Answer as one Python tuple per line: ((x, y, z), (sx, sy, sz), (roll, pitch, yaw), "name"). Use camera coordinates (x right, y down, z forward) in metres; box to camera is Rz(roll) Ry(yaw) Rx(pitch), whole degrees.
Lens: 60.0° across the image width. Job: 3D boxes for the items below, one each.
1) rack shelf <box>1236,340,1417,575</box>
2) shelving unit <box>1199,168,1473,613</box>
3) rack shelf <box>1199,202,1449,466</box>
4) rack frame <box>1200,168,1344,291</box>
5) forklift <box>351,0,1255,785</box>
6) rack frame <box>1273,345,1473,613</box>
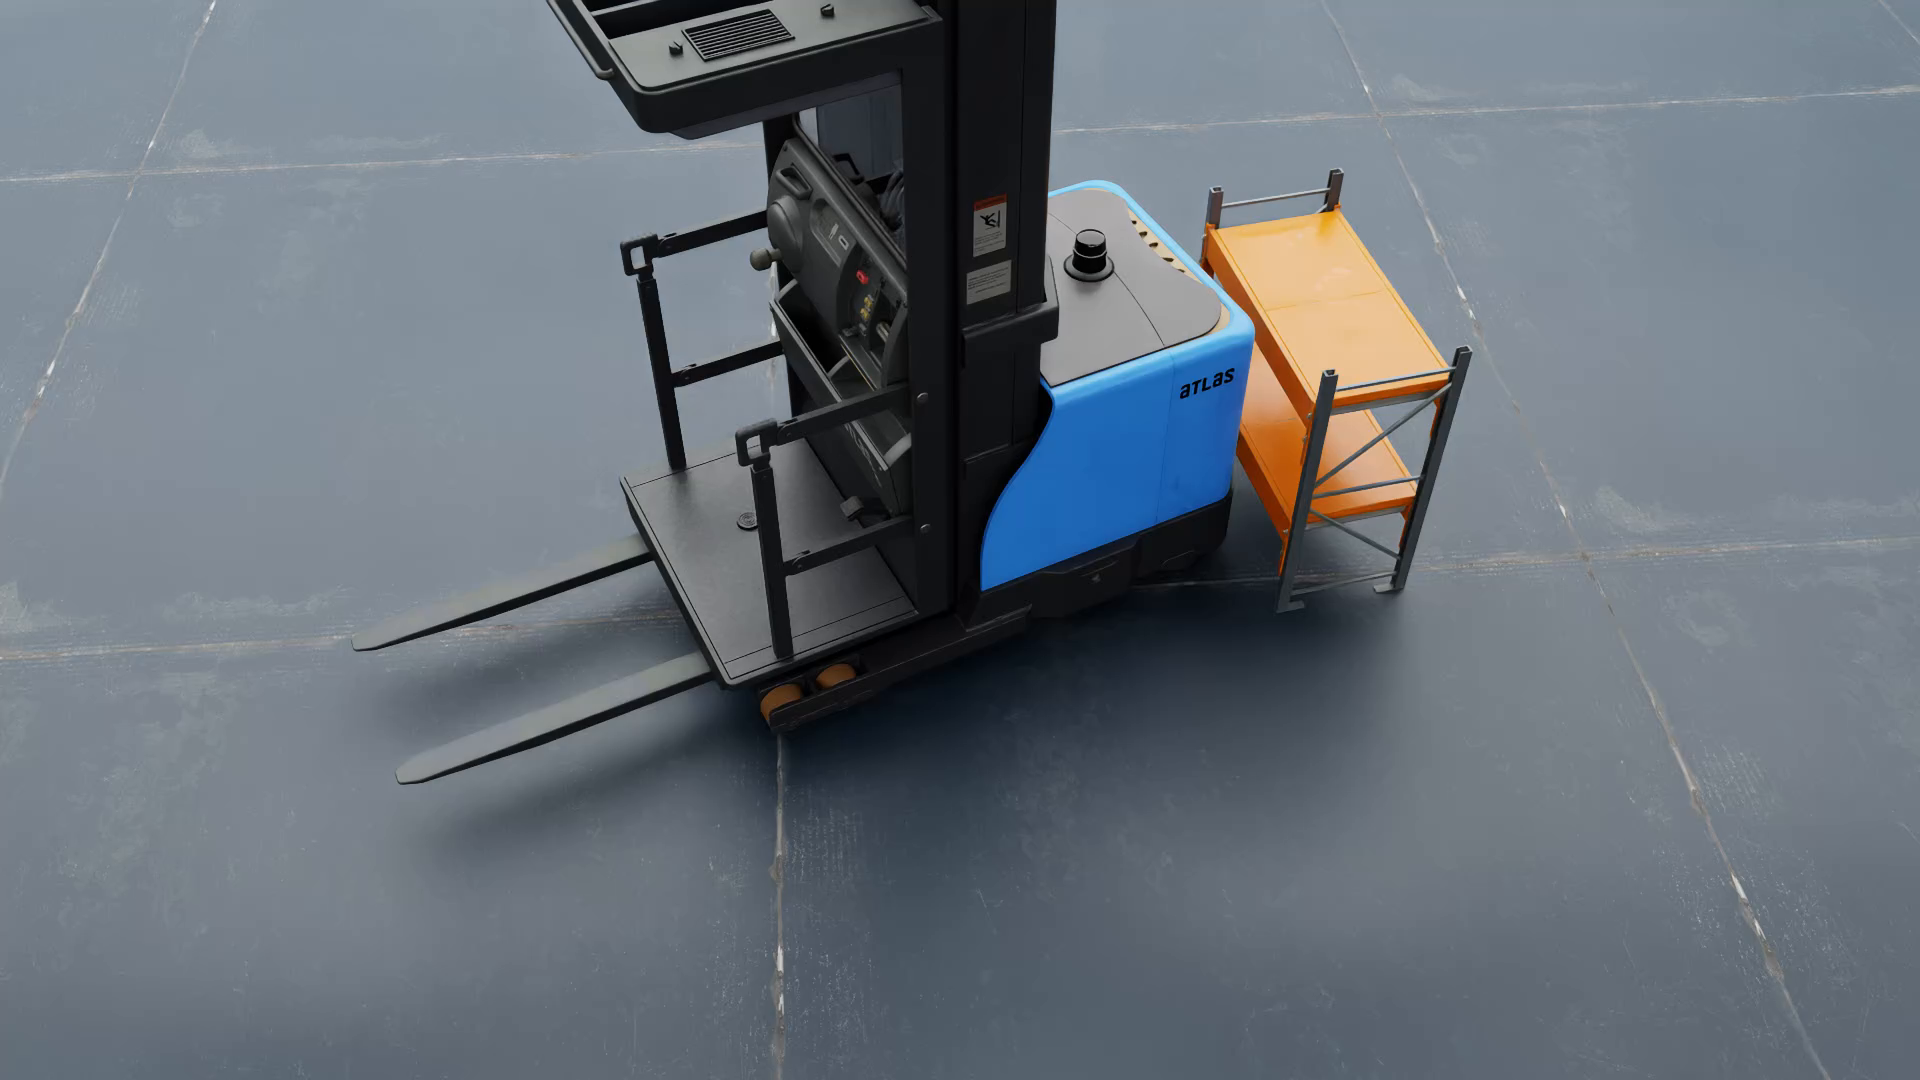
((1.254, -0.367, 6.160), (0.538, 0.278, 1.000), (-10, 47, -10), "rack shelf")
((1.254, -0.535, 5.982), (0.538, 1.125, 1.048), (-10, 47, -10), "shelving unit")
((1.254, -0.737, 5.770), (0.538, 0.278, 1.000), (-10, 47, -10), "rack shelf")
((1.129, -0.893, 6.321), (0.500, 1.125, 0.032), (-10, 47, -10), "rack frame")
((-0.562, -0.801, 4.990), (3.031, 2.935, 1.130), (-20, 50, -18), "forklift")
((1.380, -0.178, 5.644), (0.500, 1.125, 0.032), (-10, 47, -10), "rack frame")
